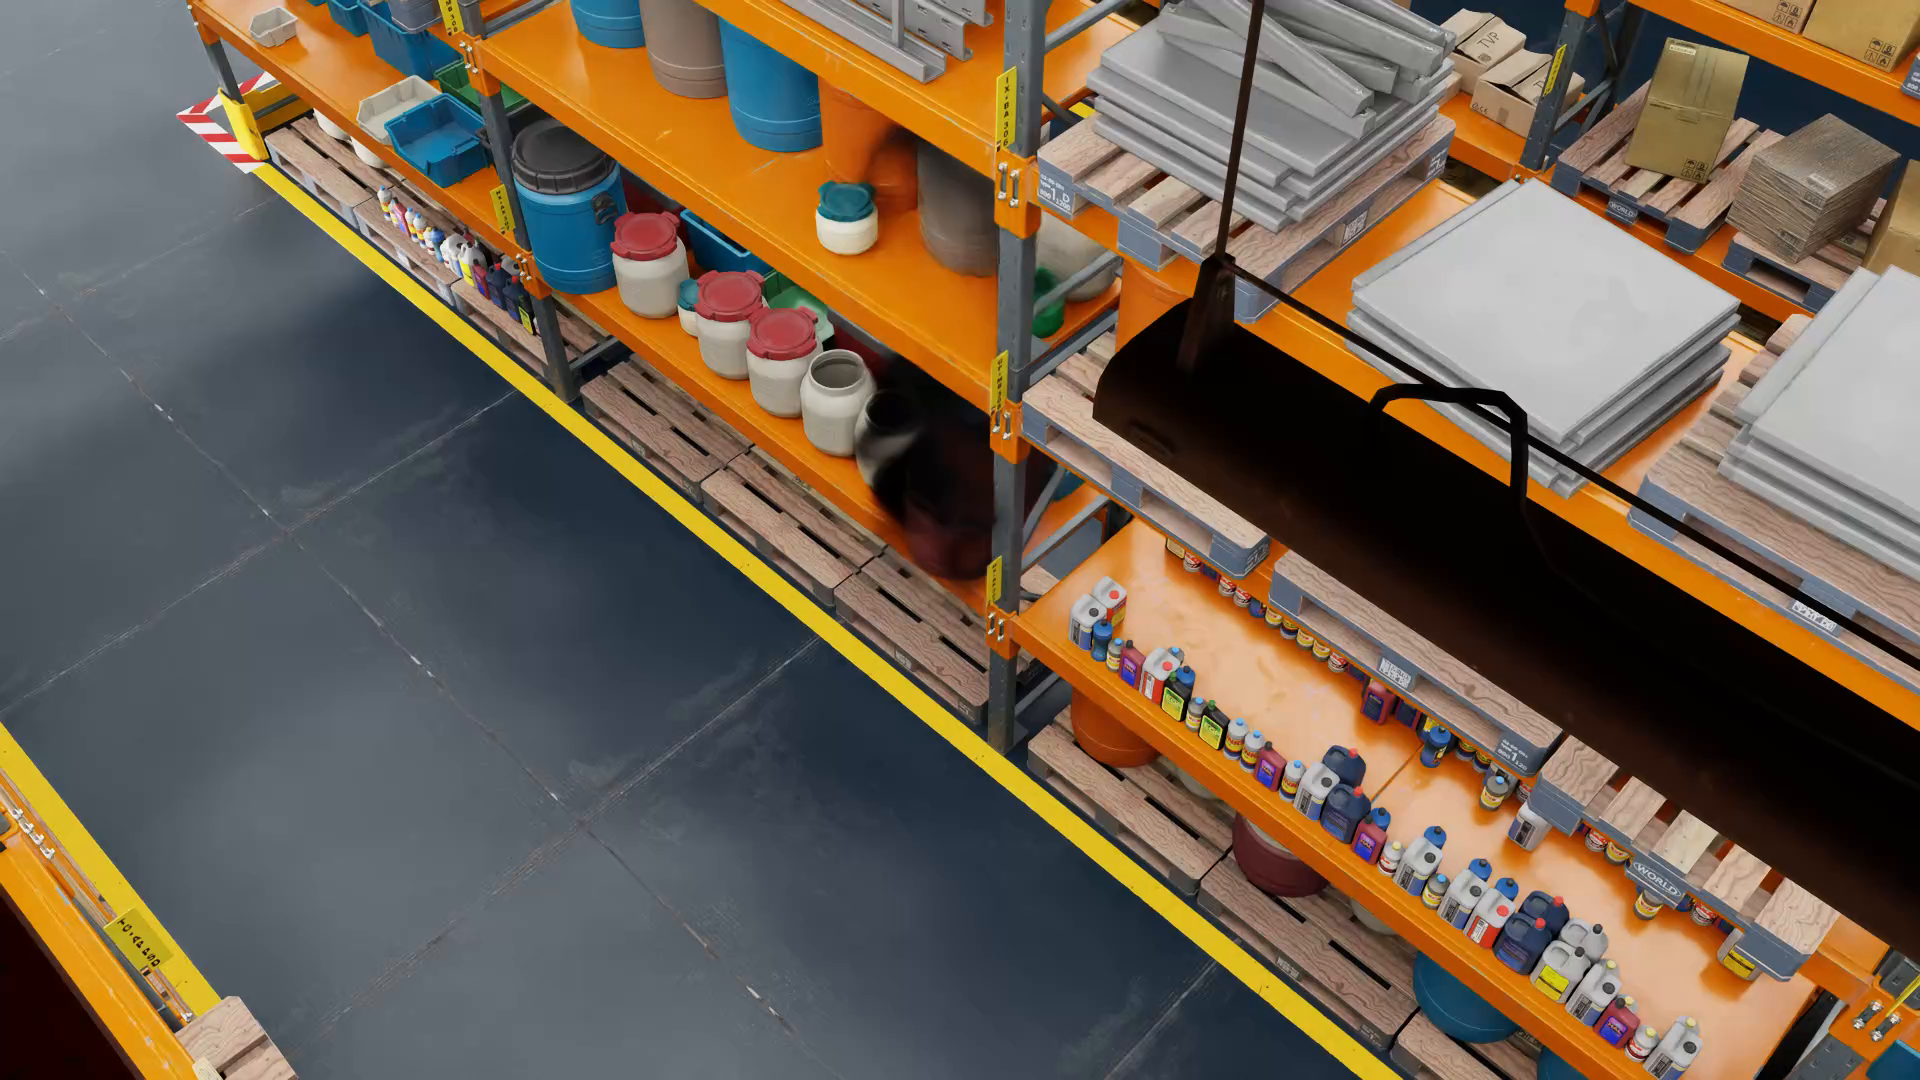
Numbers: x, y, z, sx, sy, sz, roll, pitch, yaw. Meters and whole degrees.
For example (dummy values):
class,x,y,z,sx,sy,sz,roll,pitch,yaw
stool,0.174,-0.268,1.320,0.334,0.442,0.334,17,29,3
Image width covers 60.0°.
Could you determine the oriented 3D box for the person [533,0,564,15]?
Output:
class,x,y,z,sx,sy,sz,roll,pitch,yaw
person,-3.283,-4.456,13.095,0.827,1.590,0.694,5,50,4
